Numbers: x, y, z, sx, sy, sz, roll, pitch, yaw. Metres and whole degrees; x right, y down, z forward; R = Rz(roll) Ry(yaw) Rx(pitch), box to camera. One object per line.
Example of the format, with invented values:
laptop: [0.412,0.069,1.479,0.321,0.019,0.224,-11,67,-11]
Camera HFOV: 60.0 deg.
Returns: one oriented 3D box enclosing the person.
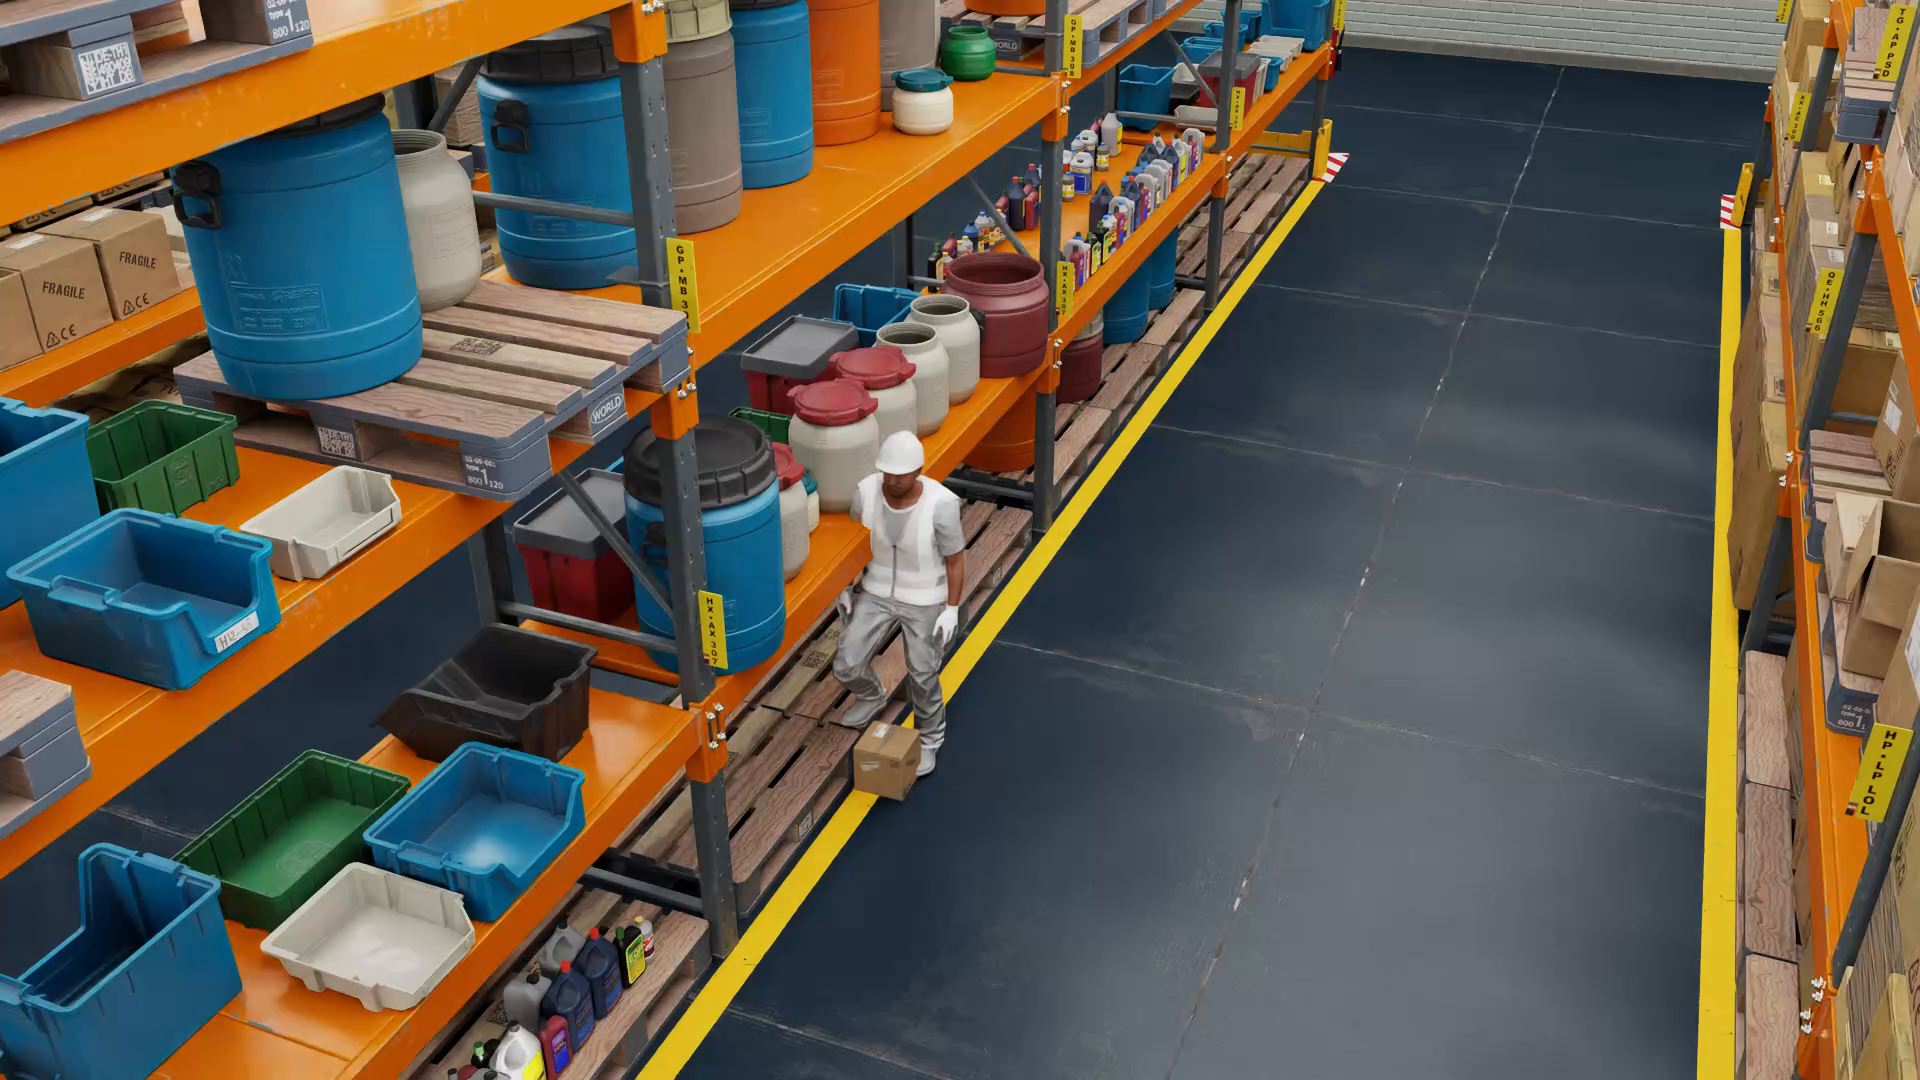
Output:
person: [-0.292,0.307,7.837,0.606,1.782,0.524,10,31,18]
